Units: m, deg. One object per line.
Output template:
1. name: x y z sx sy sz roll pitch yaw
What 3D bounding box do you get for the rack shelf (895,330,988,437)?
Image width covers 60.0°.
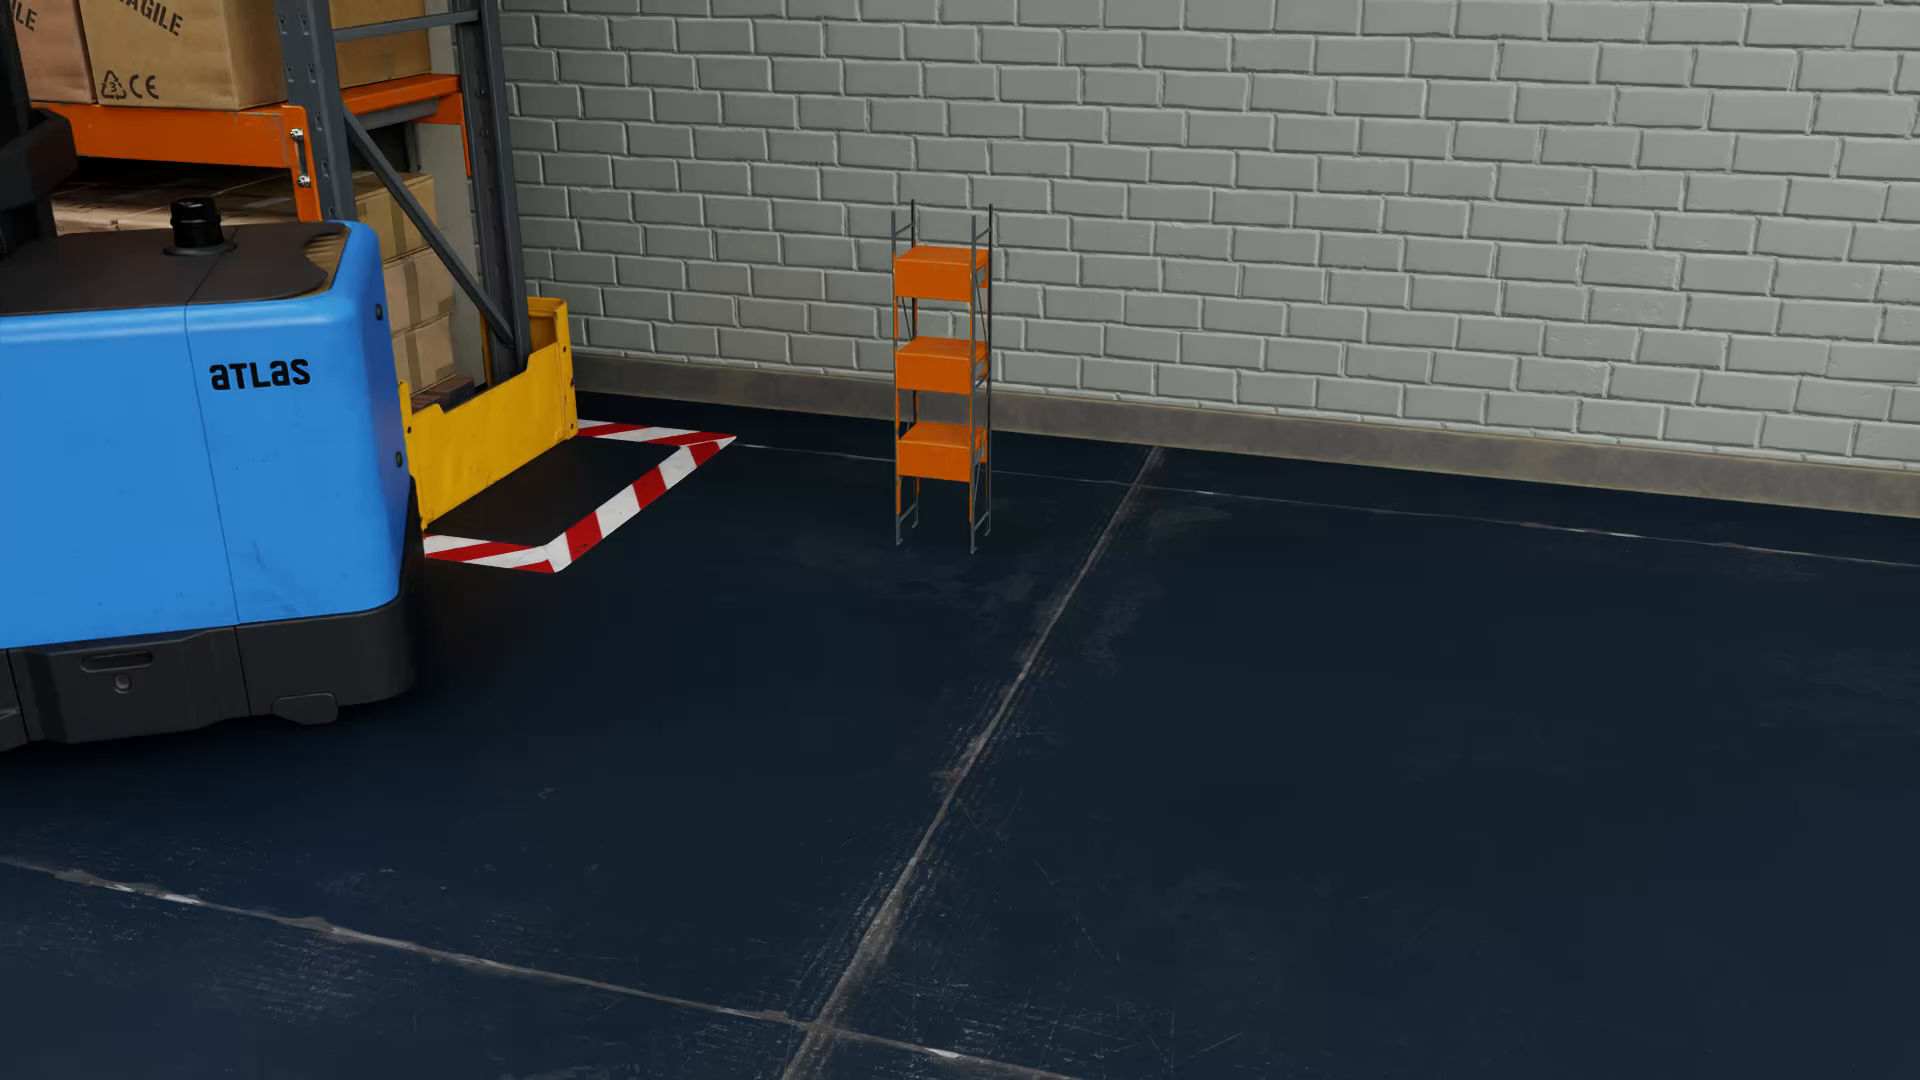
1. rack shelf: -0.051 -0.482 5.089 0.240 0.259 0.215 7 23 16

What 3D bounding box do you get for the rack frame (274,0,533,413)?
1. rack frame: -1.776 -1.616 5.257 0.127 3.000 1.000 7 23 16

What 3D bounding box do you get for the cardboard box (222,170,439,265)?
1. cardboard box: -2.182 -1.122 5.806 0.500 0.250 0.500 6 23 15

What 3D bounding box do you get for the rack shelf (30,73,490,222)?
1. rack shelf: -3.691 -1.502 5.928 4.000 0.370 1.077 7 23 16

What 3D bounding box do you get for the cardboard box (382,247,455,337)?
1. cardboard box: -2.166 -0.897 5.914 0.500 0.250 0.500 7 23 16

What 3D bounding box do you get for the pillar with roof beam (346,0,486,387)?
1. pillar with roof beam: -3.426 -3.231 1.290 0.400 9.000 9.100 7 23 16

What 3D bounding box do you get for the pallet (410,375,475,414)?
1. pallet: -2.520 -0.395 5.954 1.213 0.211 1.003 7 23 16

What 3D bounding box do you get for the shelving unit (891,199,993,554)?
1. shelving unit: -0.051 -0.492 5.085 0.252 1.050 0.215 7 23 16

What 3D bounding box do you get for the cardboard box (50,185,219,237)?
1. cardboard box: -2.798 -0.992 5.488 0.500 0.250 0.500 7 23 16

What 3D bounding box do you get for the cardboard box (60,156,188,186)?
1. cardboard box: -3.137 -1.234 6.079 0.500 0.250 0.500 6 23 15

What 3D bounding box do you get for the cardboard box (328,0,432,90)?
1. cardboard box: -2.170 -1.818 5.617 0.500 0.500 0.500 7 23 17

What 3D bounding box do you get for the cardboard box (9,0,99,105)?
1. cardboard box: -2.817 -1.681 5.284 0.500 0.500 0.500 7 23 17

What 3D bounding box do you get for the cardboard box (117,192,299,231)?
1. cardboard box: -2.307 -0.938 5.356 0.500 0.250 0.500 7 23 17

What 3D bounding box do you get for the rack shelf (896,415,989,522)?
1. rack shelf: -0.051 -0.225 5.195 0.240 0.259 0.215 7 23 16

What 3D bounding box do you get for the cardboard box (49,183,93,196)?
1. cardboard box: -3.284 -1.044 5.614 0.500 0.250 0.500 7 23 16

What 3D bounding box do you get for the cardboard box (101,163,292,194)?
1. cardboard box: -2.661 -1.176 5.936 0.500 0.250 0.500 7 23 16

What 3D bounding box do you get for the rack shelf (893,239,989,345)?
1. rack shelf: -0.051 -0.744 4.981 0.240 0.259 0.215 7 23 16

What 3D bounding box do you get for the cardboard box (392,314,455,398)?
1. cardboard box: -2.190 -0.663 6.004 0.500 0.250 0.500 7 23 16

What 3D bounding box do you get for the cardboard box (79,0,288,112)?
1. cardboard box: -2.323 -1.621 5.137 0.500 0.500 0.500 6 23 14

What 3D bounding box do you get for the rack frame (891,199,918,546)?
1. rack frame: -0.168 -0.505 5.118 0.008 1.050 0.200 7 23 16

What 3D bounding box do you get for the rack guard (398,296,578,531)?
1. rack guard: -1.753 -0.457 5.725 0.348 0.500 1.175 7 23 16

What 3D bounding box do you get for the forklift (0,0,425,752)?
1. forklift: -2.953 -0.942 3.703 3.031 2.935 1.130 -6 23 -14

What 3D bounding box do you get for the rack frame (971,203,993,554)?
1. rack frame: 0.066 -0.478 5.052 0.008 1.050 0.200 7 23 16
